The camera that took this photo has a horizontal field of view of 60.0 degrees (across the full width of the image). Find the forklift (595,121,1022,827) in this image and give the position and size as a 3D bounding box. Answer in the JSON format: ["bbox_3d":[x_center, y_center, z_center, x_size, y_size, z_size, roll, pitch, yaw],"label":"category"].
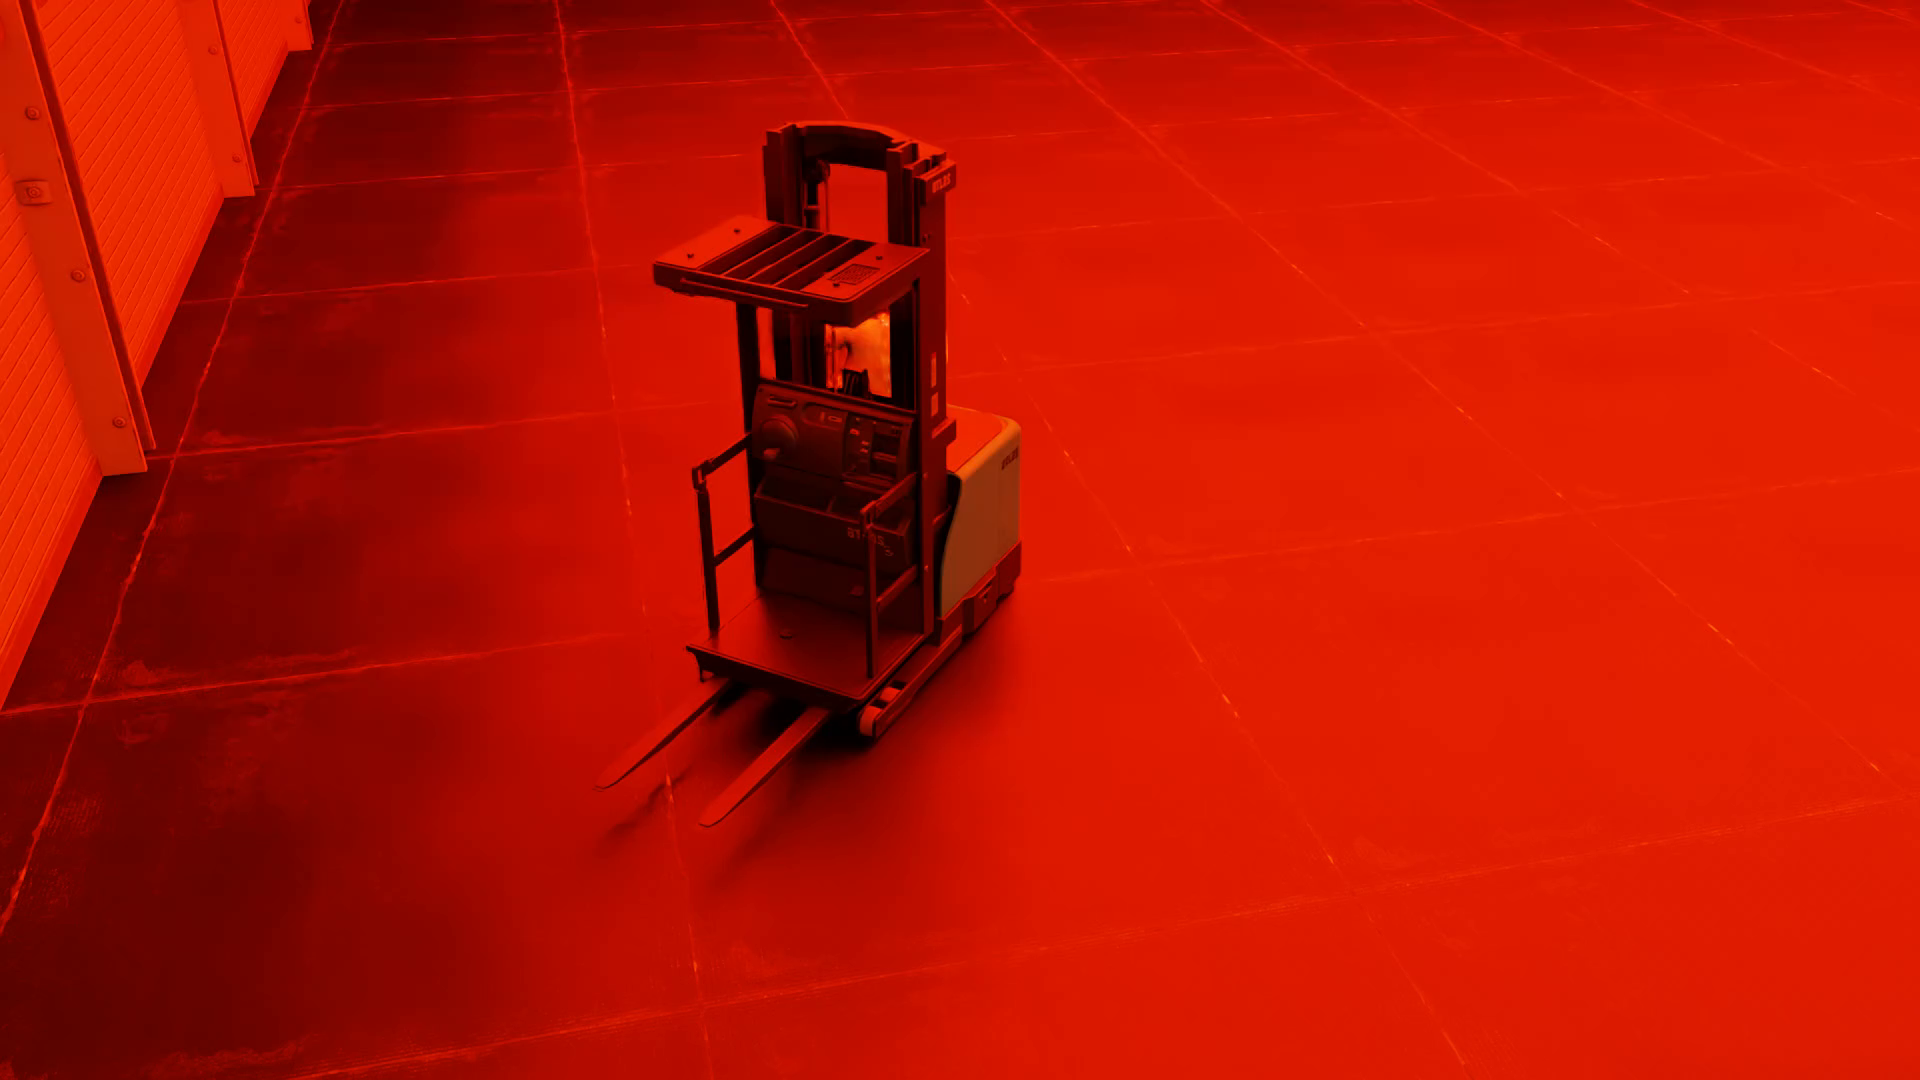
[{"bbox_3d":[-0.764,-0.488,8.417,1.130,2.935,3.031,15,33,24],"label":"forklift"}]

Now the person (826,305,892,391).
[{"bbox_3d":[-0.453,-0.998,10.710,0.949,1.517,0.827,5,30,9],"label":"person"}]
